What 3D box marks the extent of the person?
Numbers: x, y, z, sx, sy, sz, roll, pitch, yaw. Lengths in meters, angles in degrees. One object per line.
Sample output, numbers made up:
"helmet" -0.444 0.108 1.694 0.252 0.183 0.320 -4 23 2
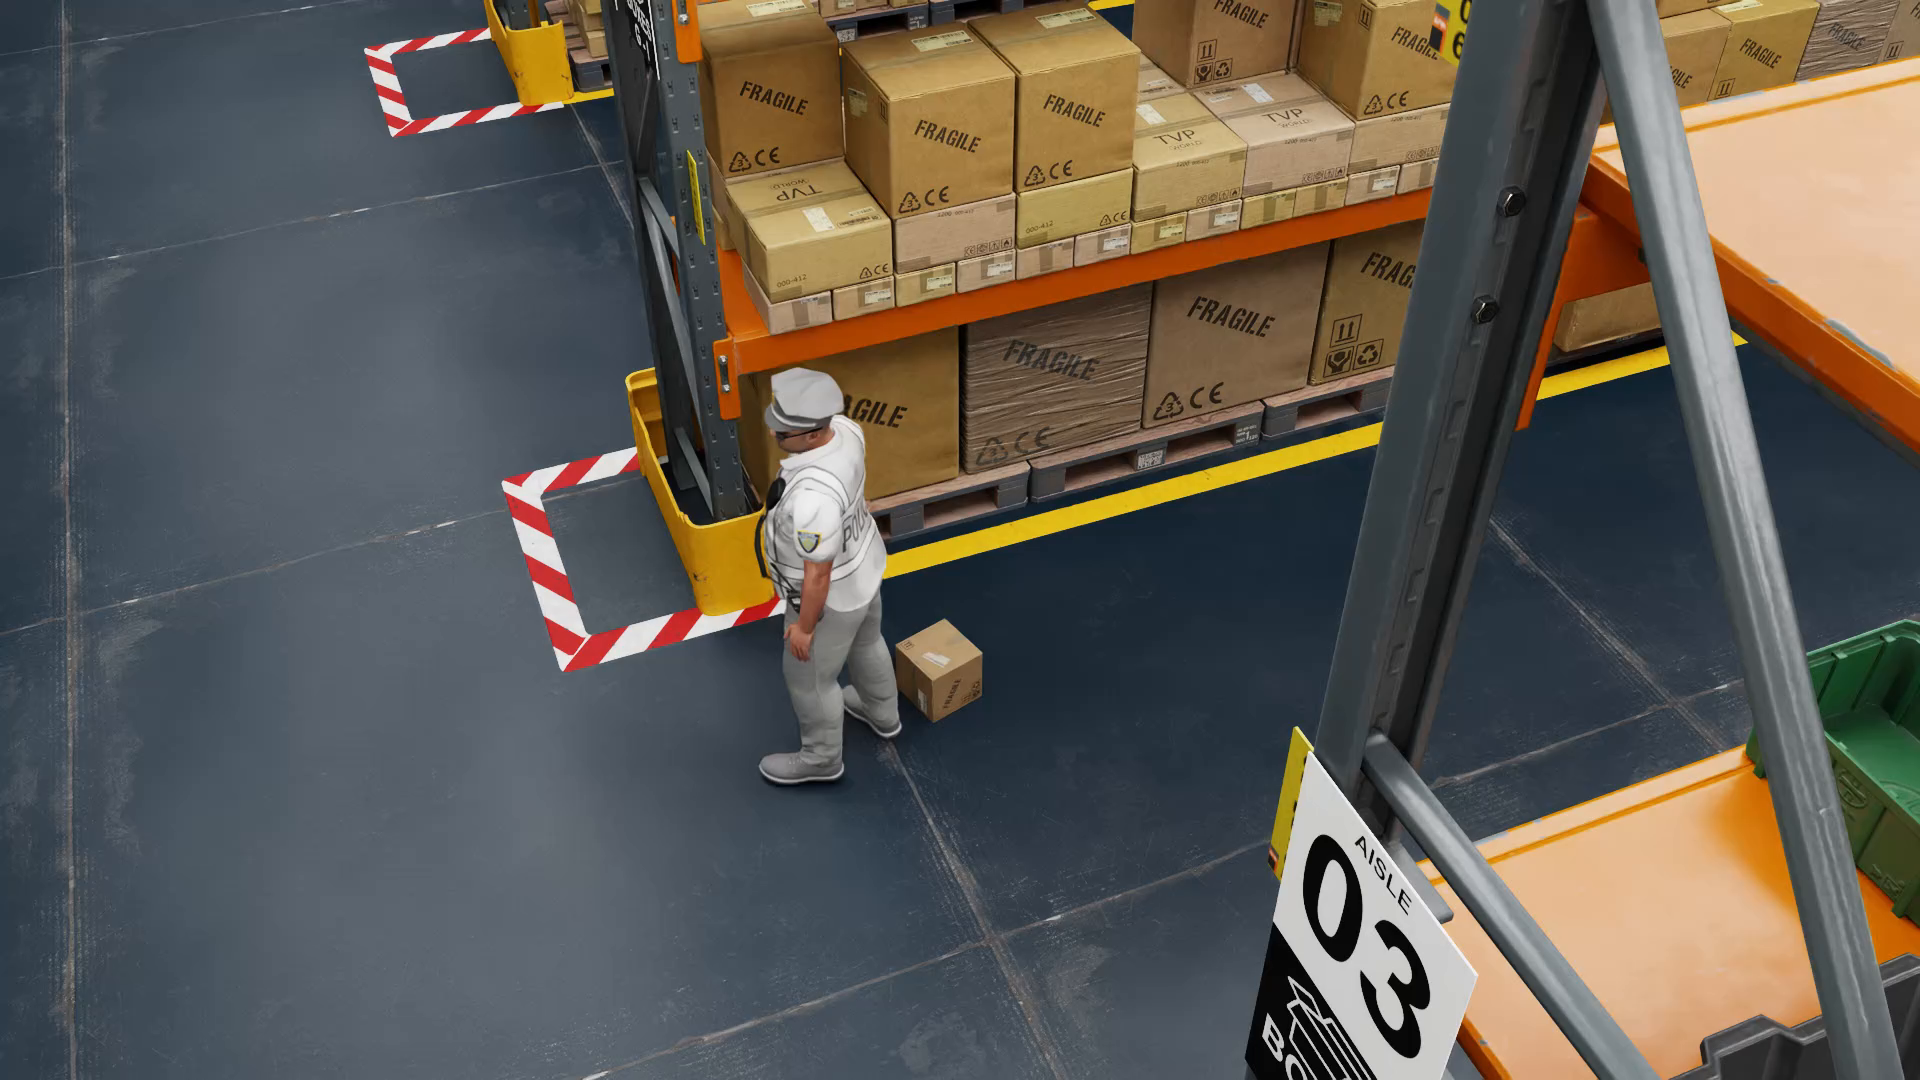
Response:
"person" -0.493 0.142 5.961 0.480 1.753 0.585 10 42 11
